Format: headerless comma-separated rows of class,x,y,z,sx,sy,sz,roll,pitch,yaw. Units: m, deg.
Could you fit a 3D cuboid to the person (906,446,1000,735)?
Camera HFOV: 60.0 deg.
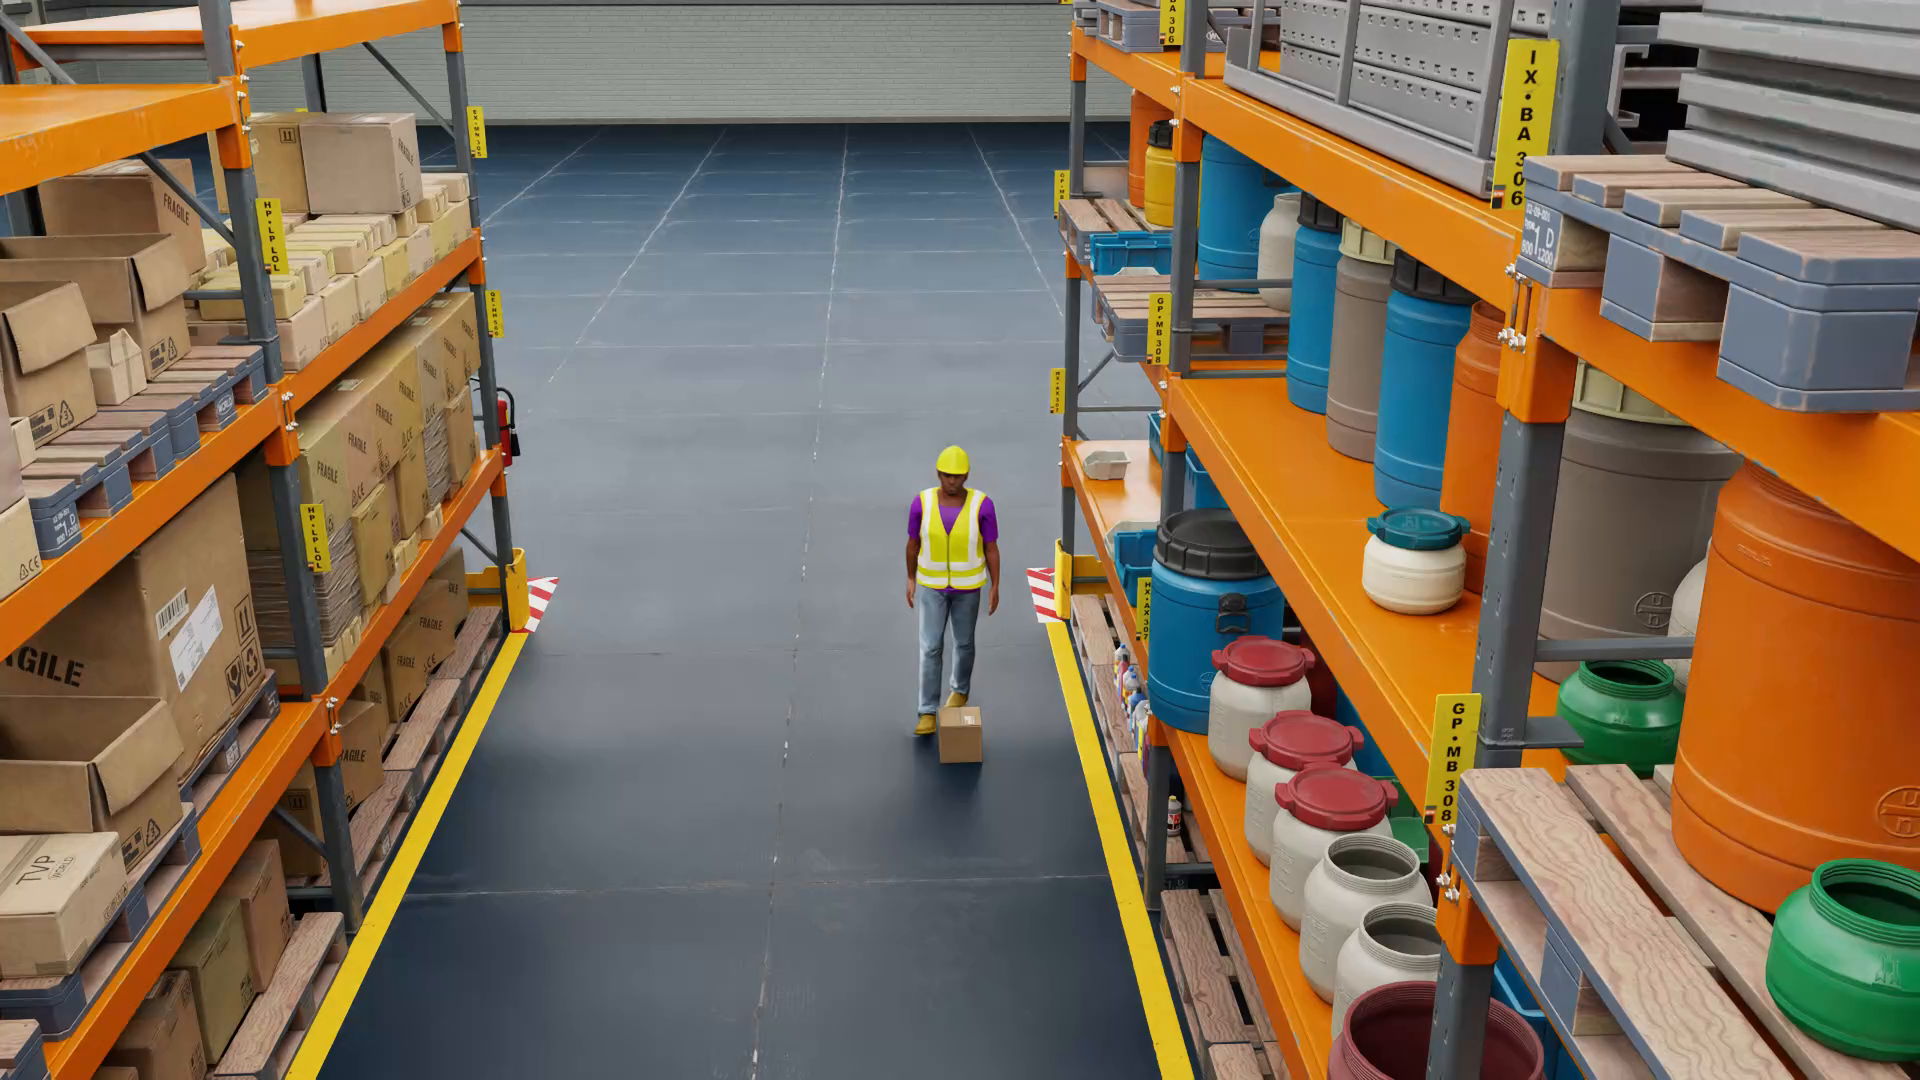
person,-0.058,0.318,10.167,0.589,1.749,0.752,1,20,3
